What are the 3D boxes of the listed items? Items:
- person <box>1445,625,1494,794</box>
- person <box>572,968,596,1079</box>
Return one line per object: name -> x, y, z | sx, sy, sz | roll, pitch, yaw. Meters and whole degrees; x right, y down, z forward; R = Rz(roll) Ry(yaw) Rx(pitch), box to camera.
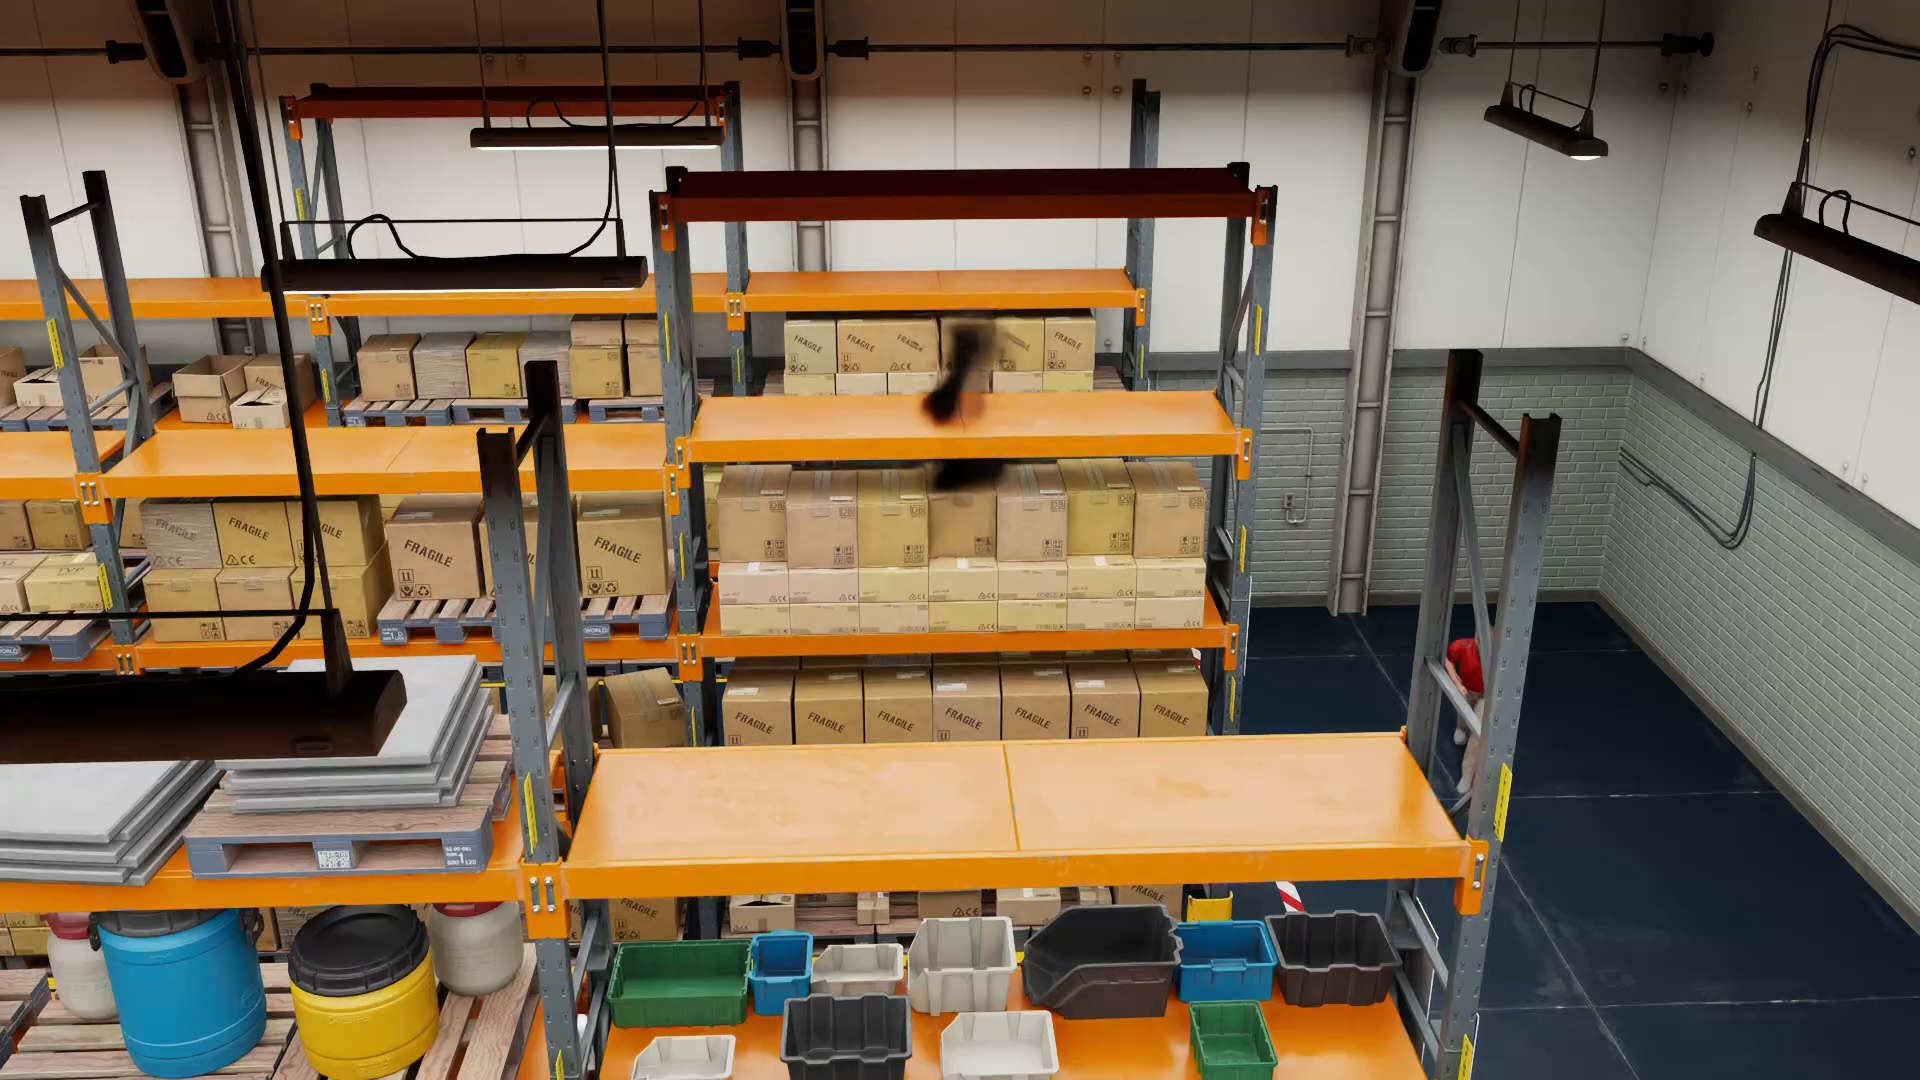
person -> 4.825, 1.420, 15.521 | 0.696, 1.698, 1.011 | 5, 23, 11
person -> -2.201, 3.417, 10.492 | 0.685, 1.706, 0.678 | 7, 23, 18
